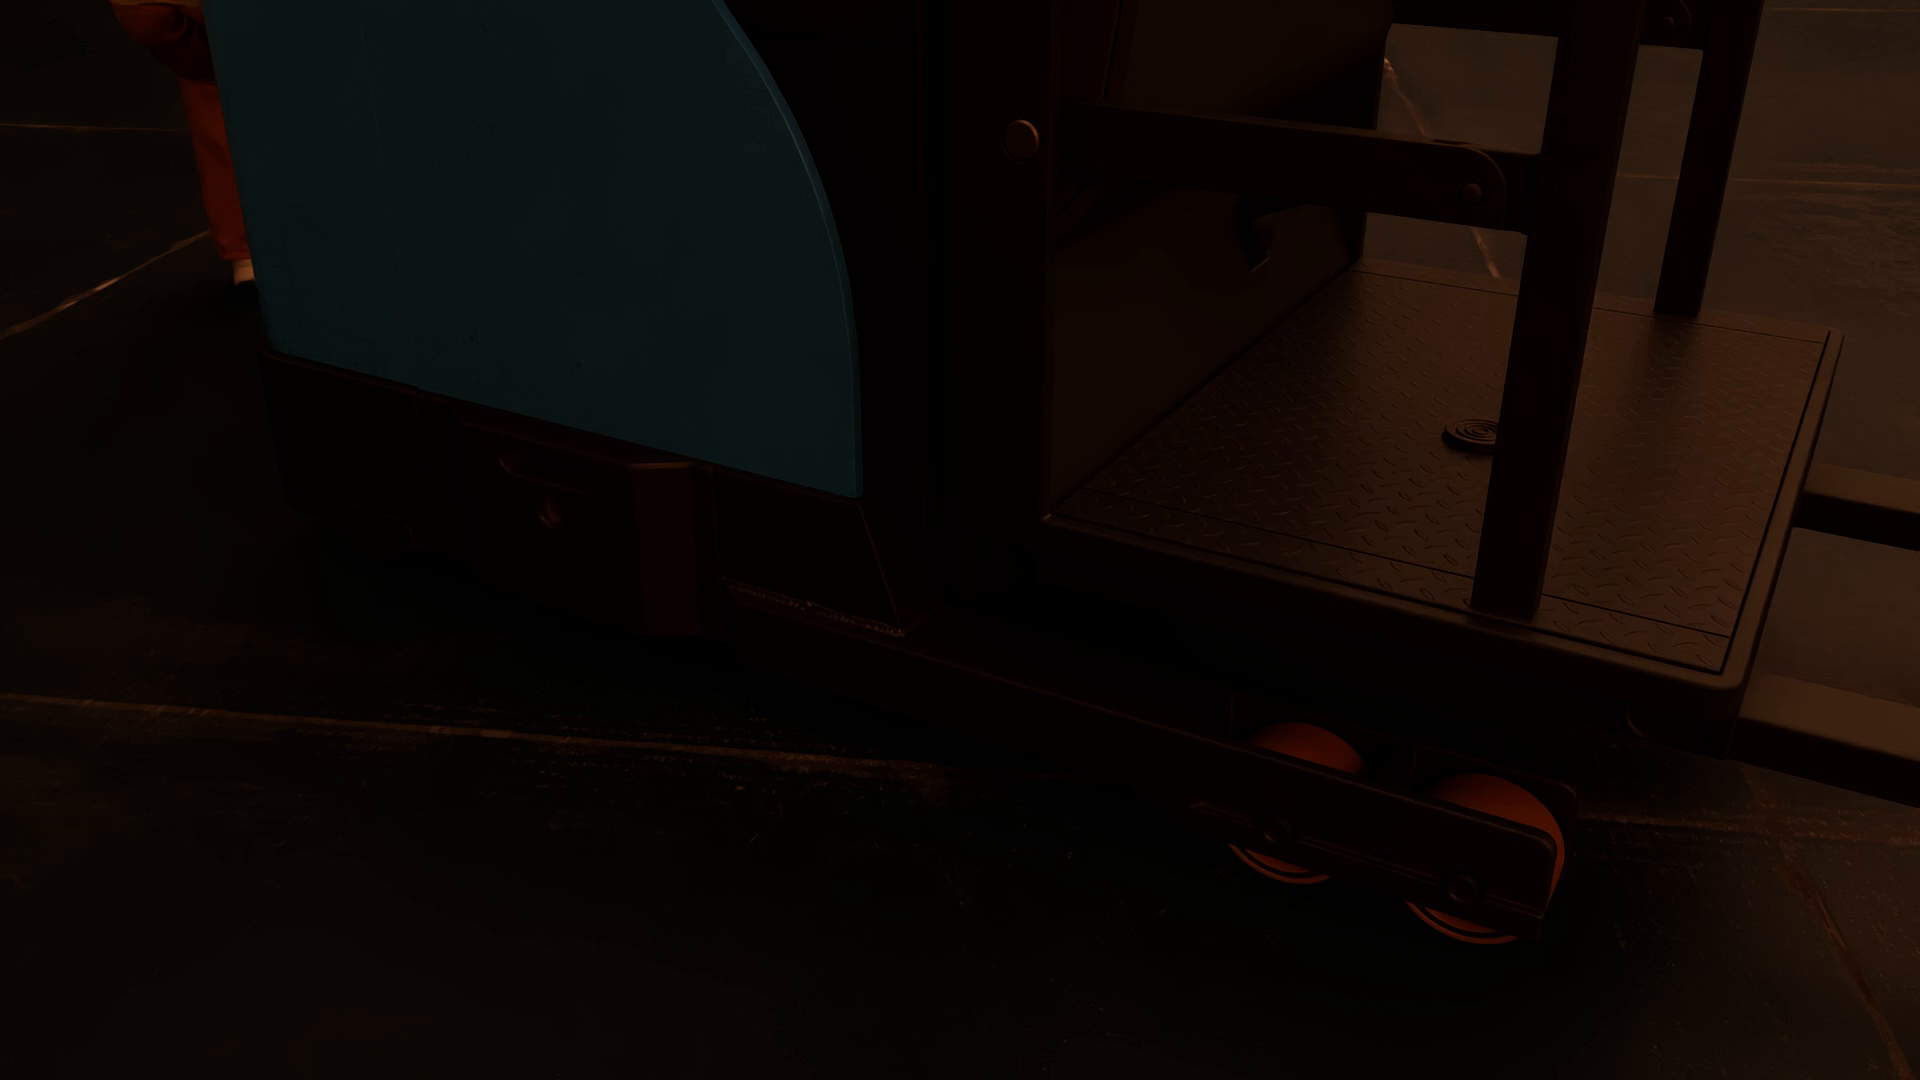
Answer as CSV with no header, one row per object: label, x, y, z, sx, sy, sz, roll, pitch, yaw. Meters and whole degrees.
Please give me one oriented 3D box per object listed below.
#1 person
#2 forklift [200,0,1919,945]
person,-1.328,-1.103,3.108,0.886,1.558,0.714,3,27,7
forklift,0.529,-1.176,1.574,3.031,2.935,1.130,14,30,26
